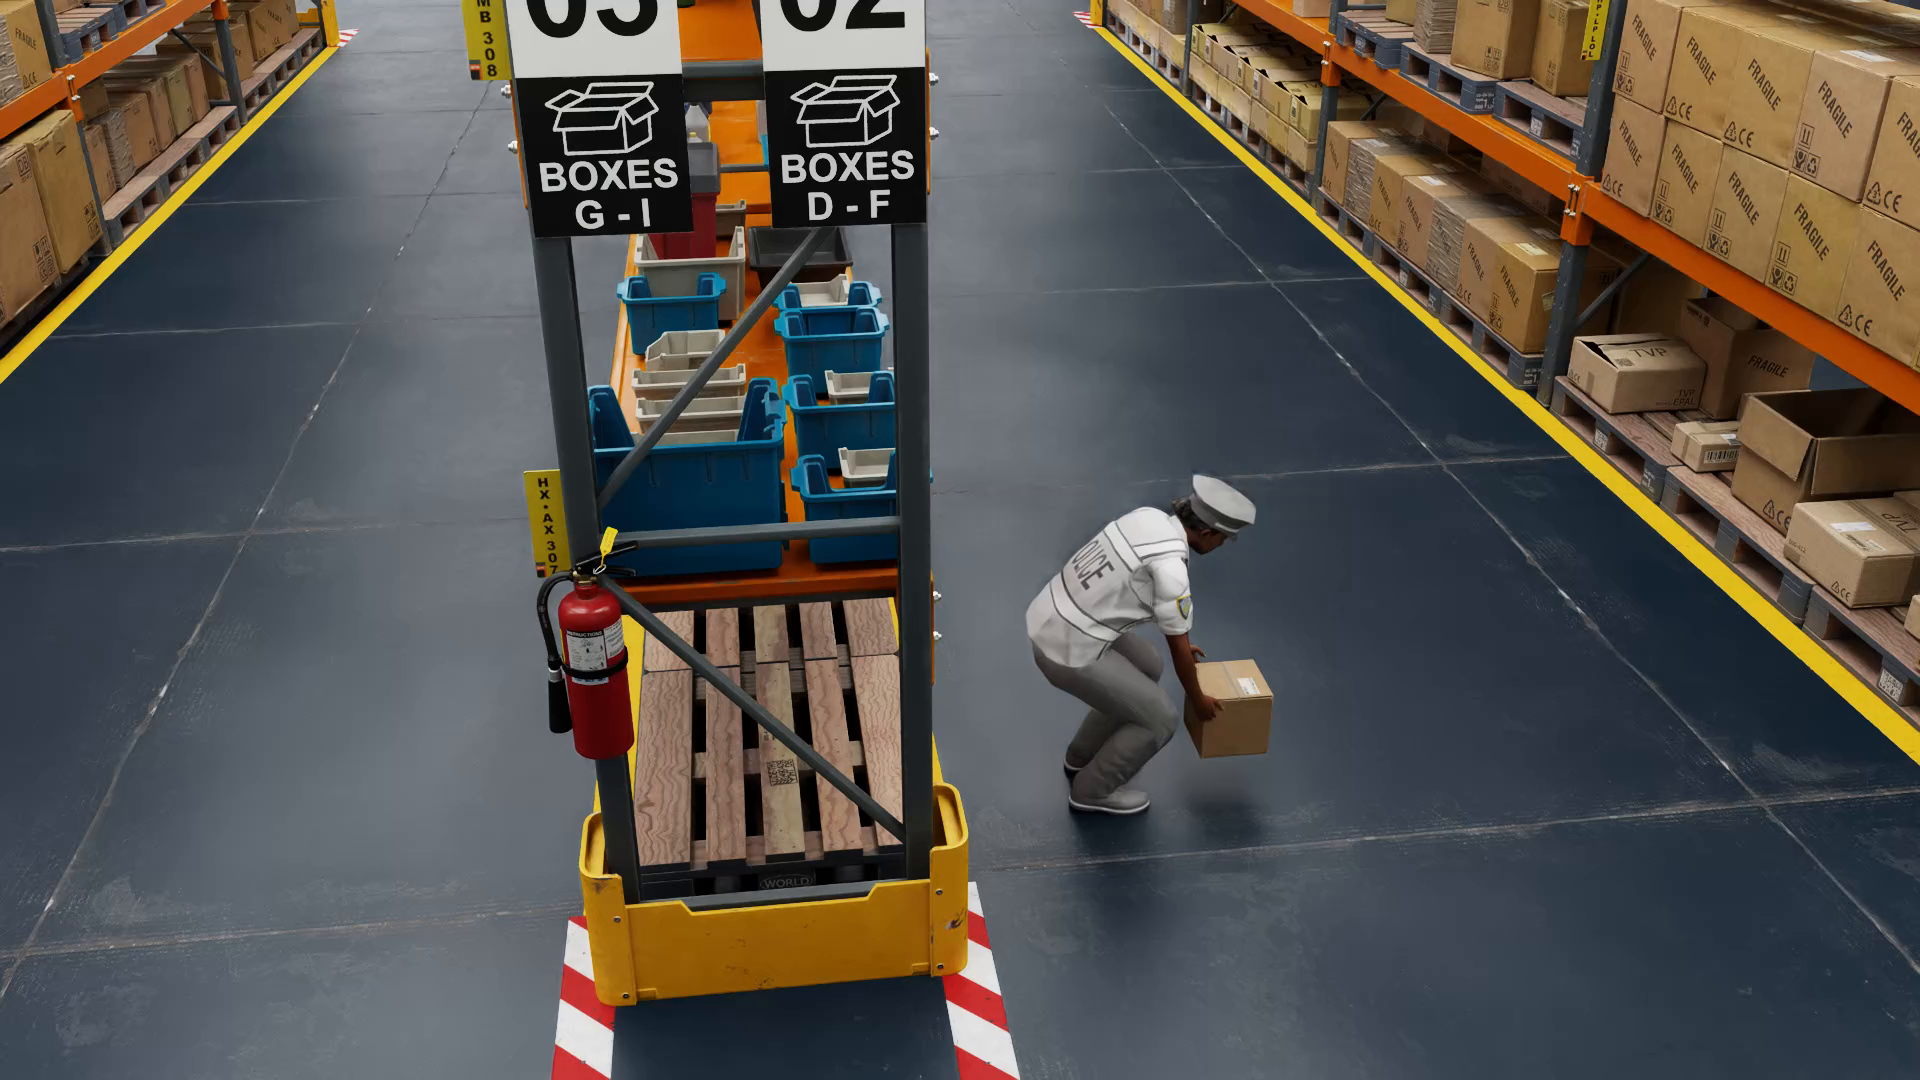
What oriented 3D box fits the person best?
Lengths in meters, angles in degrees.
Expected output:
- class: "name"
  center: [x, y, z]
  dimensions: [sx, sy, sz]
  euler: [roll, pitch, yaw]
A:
- class: "person"
  center: [0.624, 0.357, 5.928]
  dimensions: [0.788, 1.222, 0.502]
  euler: [-1, 27, -1]
